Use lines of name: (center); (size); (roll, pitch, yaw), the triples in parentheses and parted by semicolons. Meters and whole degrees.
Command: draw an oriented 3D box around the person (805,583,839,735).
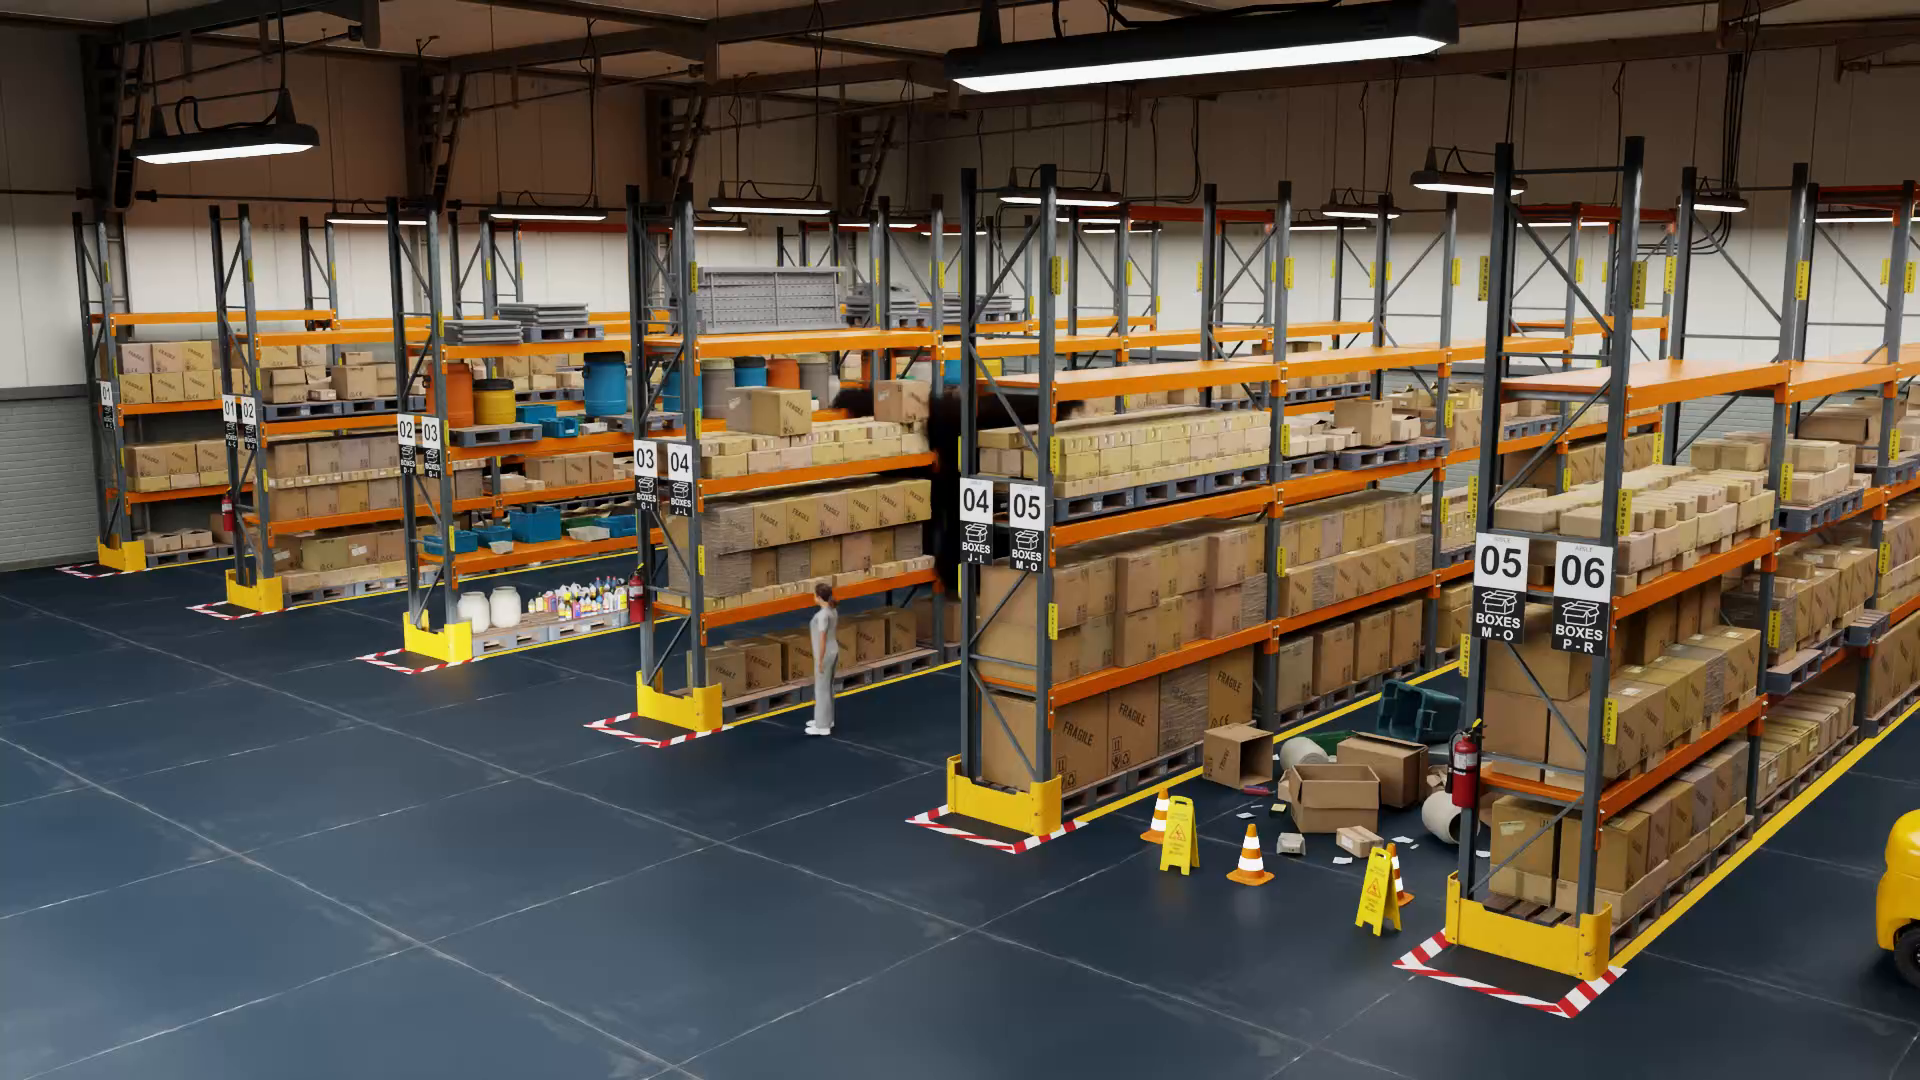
person: (-1.545, 1.294, 18.407); (0.390, 1.679, 0.484); (1, 10, 9)
